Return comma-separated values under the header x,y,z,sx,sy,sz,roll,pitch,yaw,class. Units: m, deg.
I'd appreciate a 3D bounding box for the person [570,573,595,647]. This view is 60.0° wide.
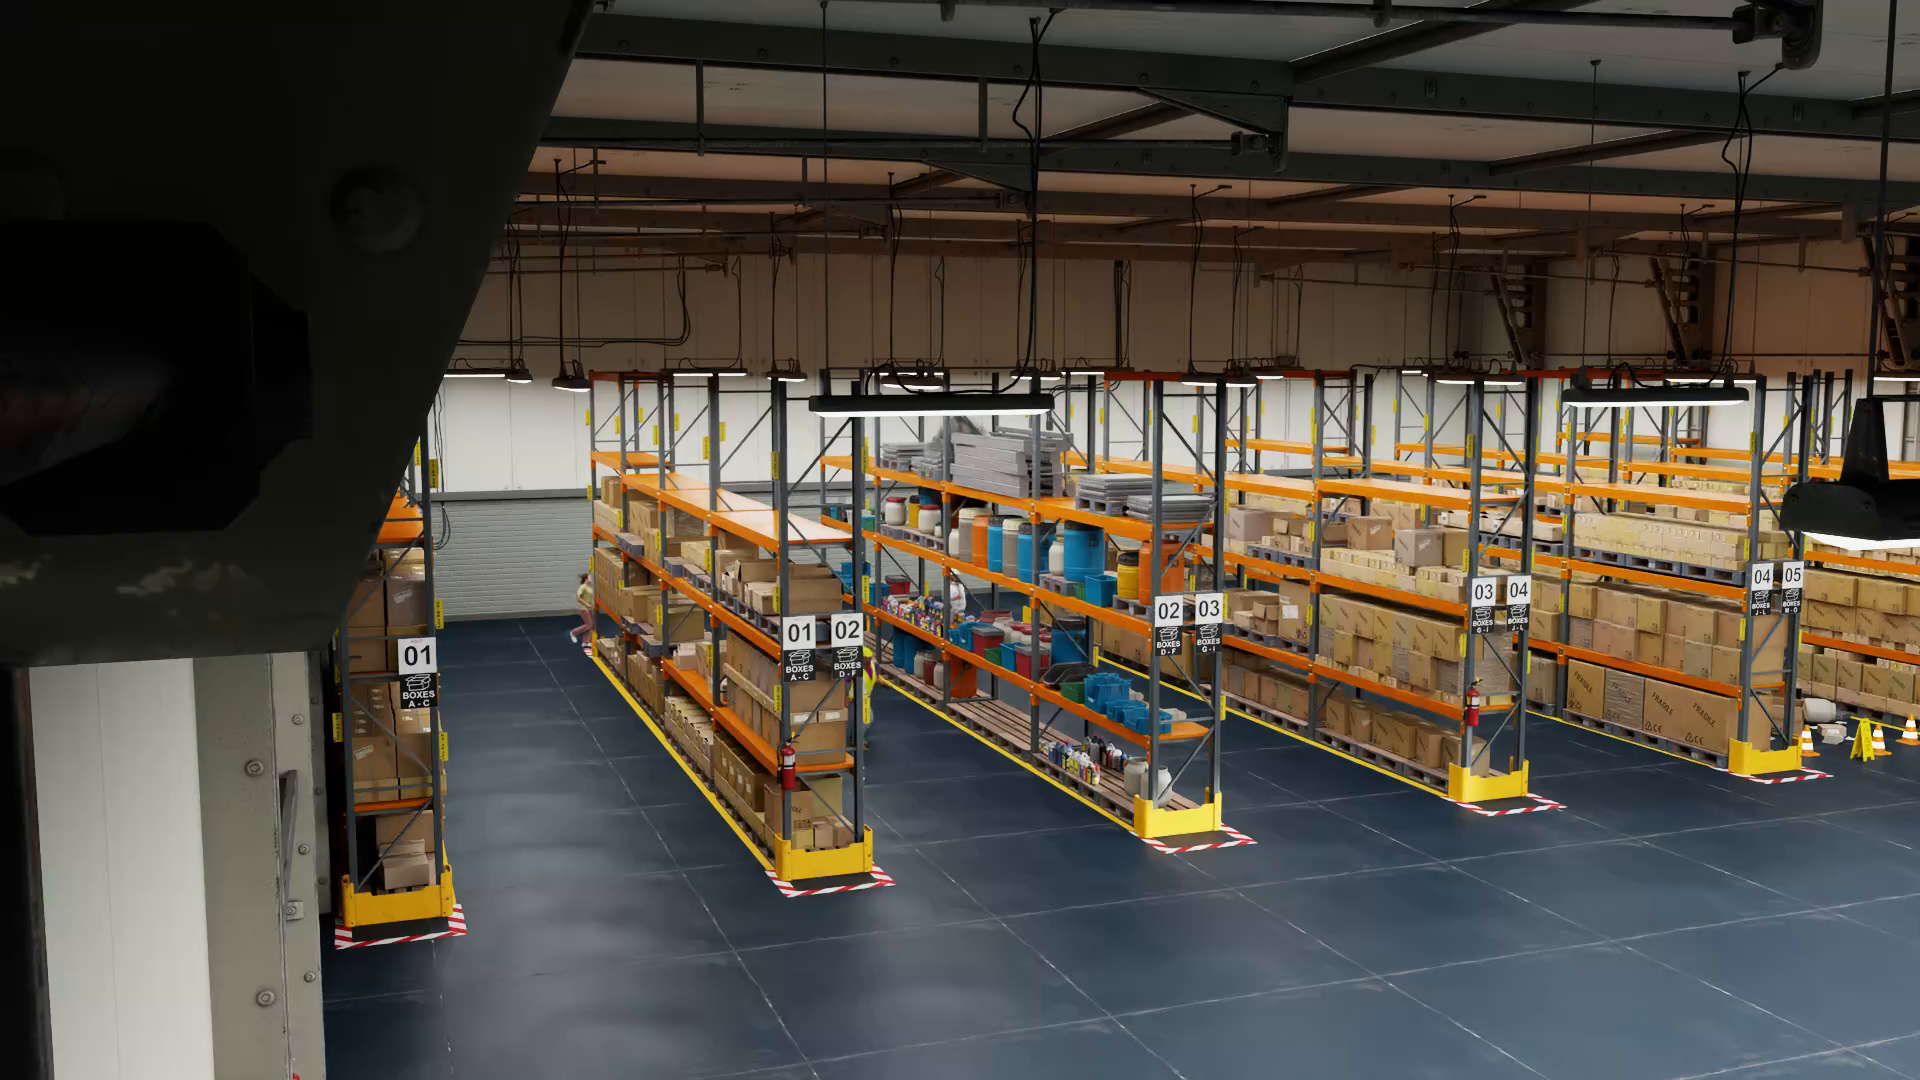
x,y,z,sx,sy,sz,roll,pitch,yaw,class
-8.199,1.504,36.190,0.576,1.609,0.602,1,6,6,person

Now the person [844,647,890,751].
x,y,z,sx,sy,sz,roll,pitch,yaw,class
-1.521,2.548,26.669,0.824,1.724,0.689,3,7,23,person

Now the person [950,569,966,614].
x,y,z,sx,sy,sz,roll,pitch,yaw,class
-0.112,1.497,35.380,0.634,1.827,0.866,-3,7,-25,person
